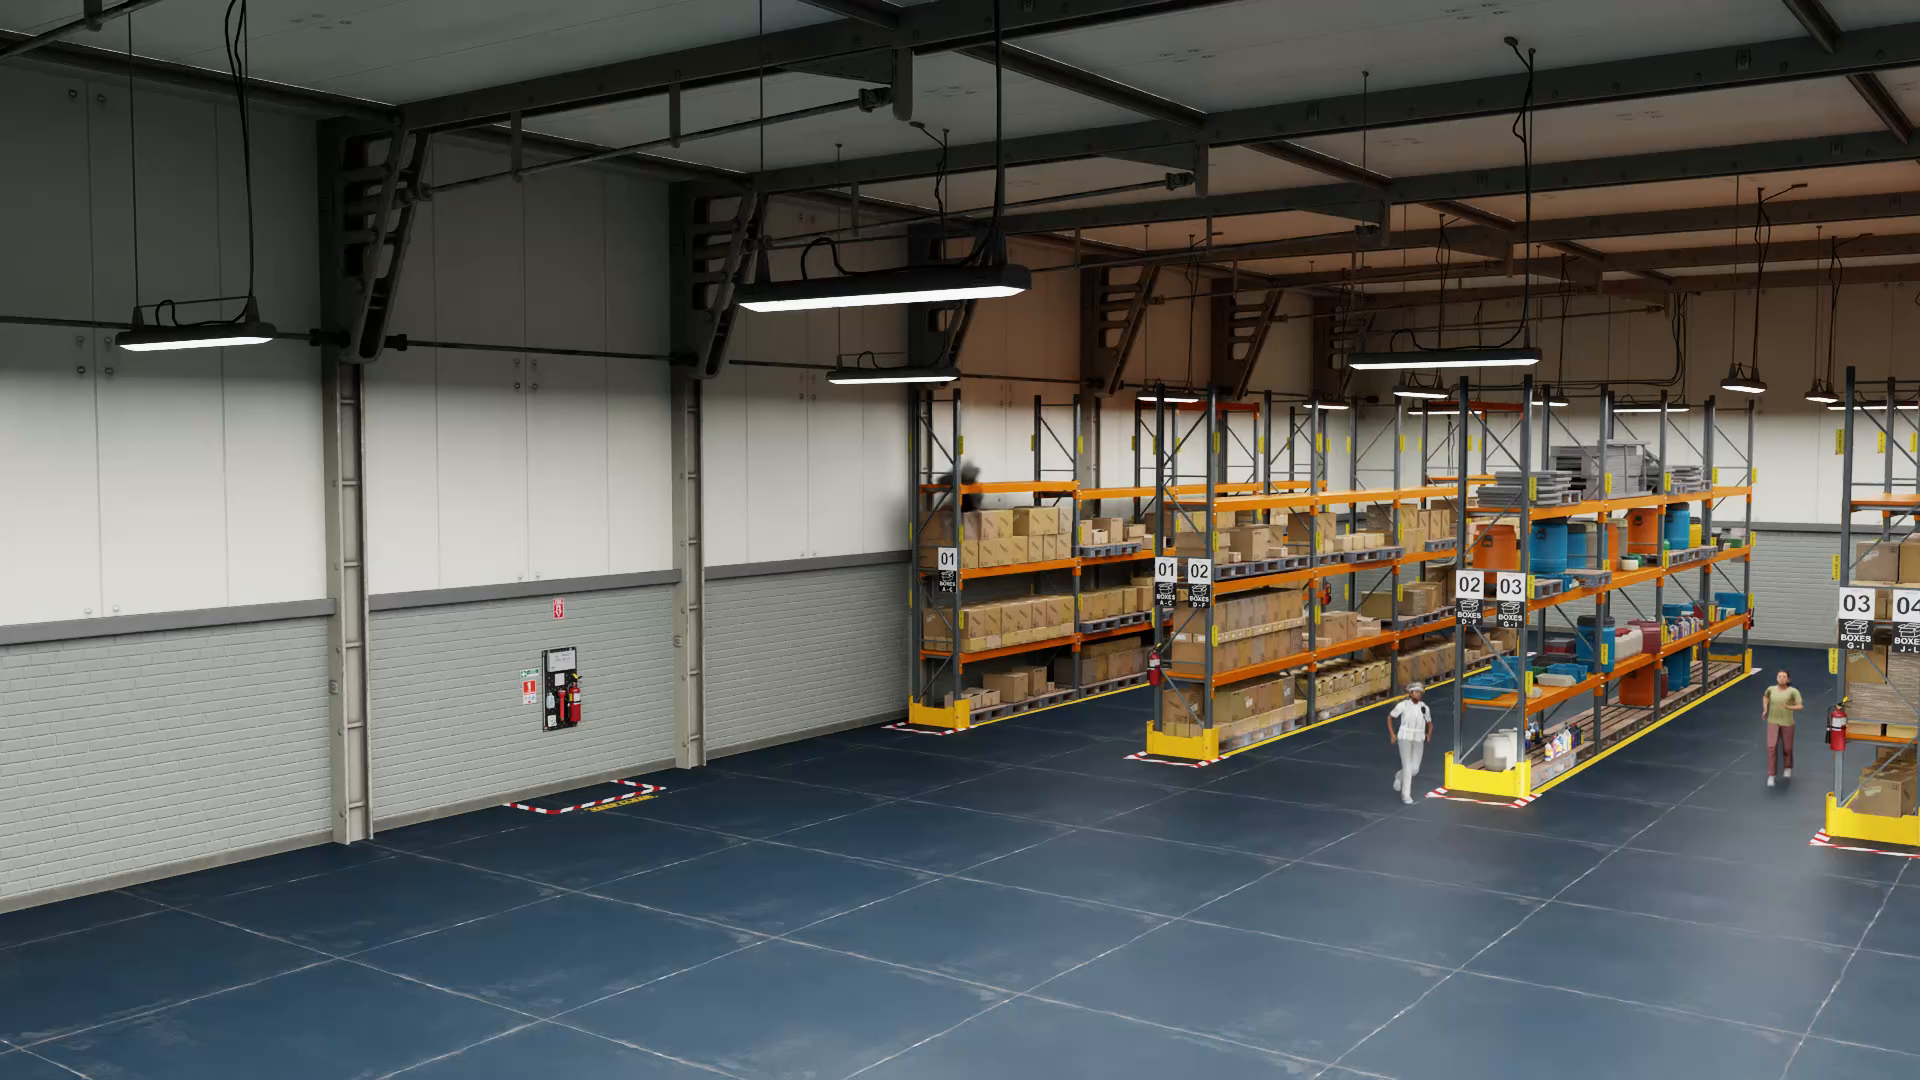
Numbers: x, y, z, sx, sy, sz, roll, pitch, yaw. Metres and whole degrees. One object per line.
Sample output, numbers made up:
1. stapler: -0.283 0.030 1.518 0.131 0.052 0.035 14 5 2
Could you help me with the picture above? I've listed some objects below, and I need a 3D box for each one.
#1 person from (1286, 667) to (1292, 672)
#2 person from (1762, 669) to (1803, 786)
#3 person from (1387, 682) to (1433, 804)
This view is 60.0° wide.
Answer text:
1. person: 6.982 2.080 35.854 0.689 1.718 0.687 2 4 31
2. person: 12.145 2.740 24.577 0.568 1.678 0.940 2 4 34
3. person: 6.389 2.845 23.523 0.625 1.670 0.694 0 3 -4
